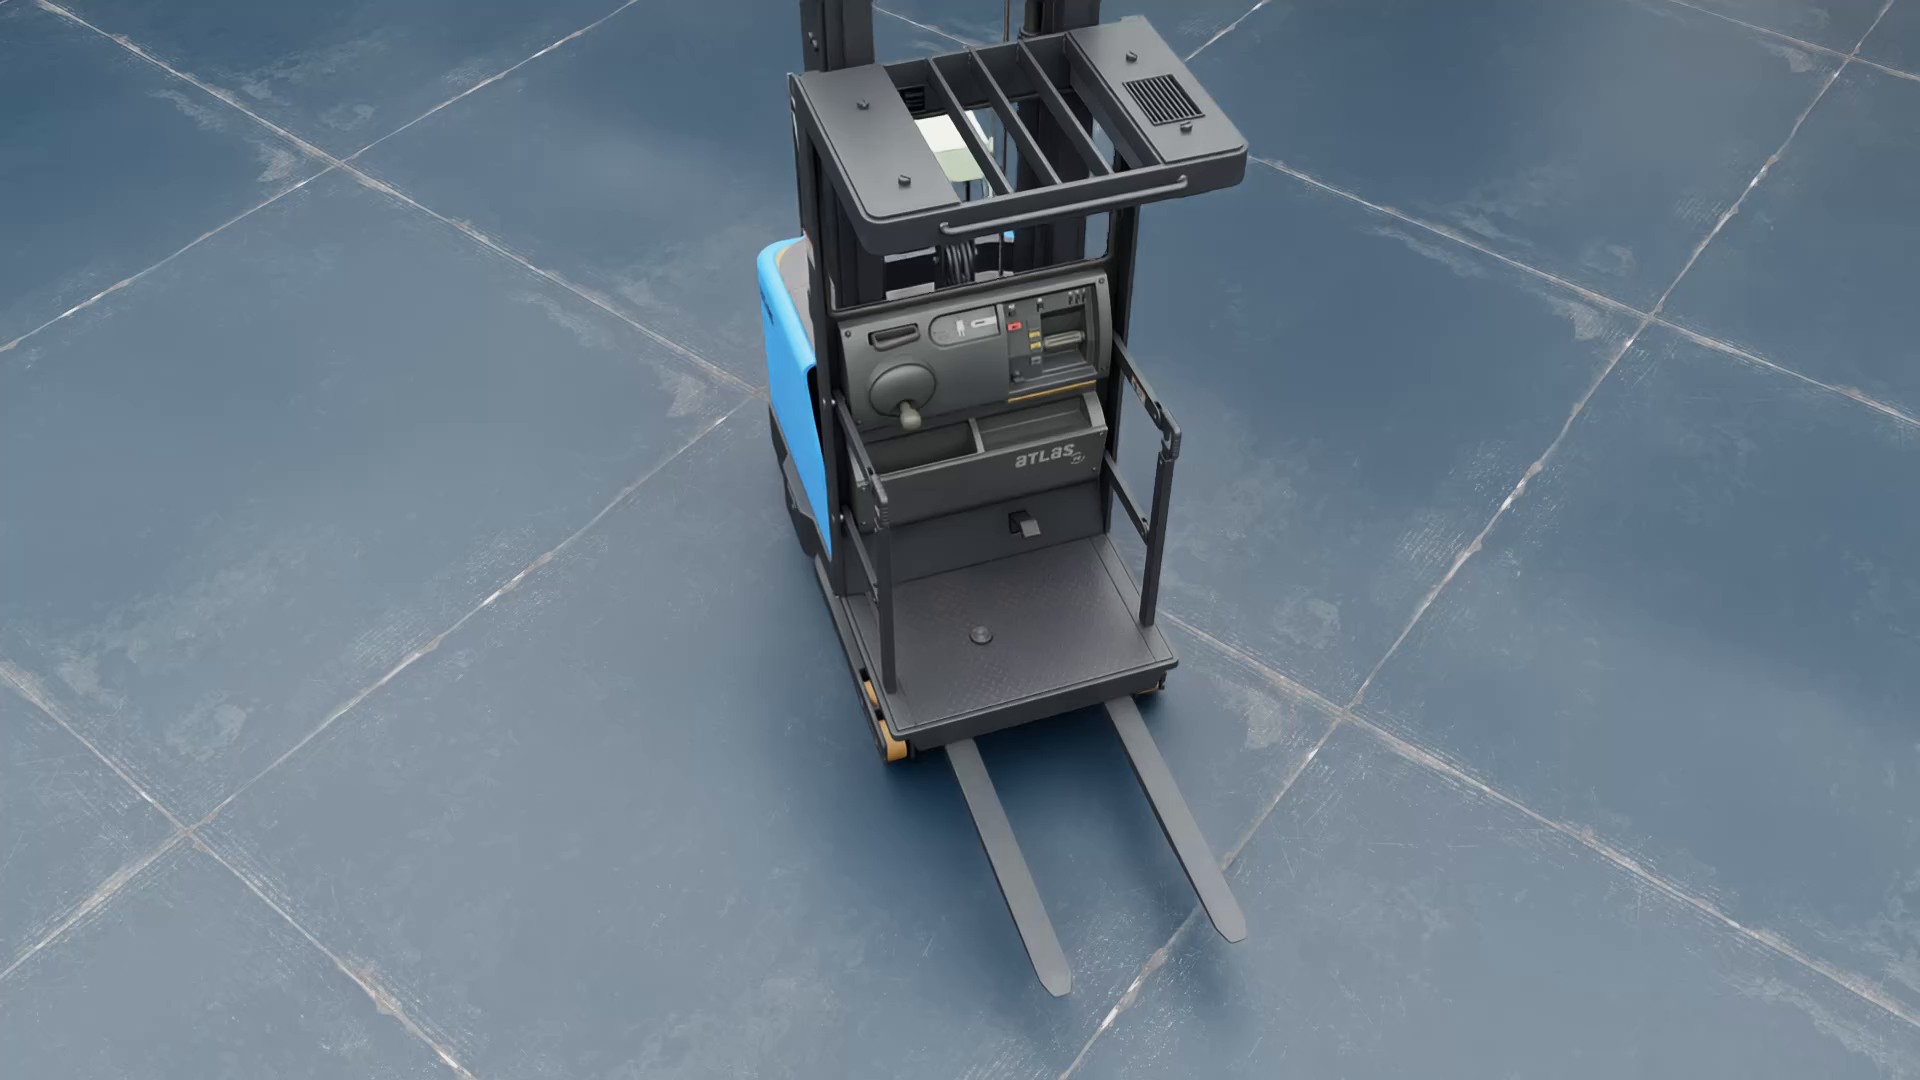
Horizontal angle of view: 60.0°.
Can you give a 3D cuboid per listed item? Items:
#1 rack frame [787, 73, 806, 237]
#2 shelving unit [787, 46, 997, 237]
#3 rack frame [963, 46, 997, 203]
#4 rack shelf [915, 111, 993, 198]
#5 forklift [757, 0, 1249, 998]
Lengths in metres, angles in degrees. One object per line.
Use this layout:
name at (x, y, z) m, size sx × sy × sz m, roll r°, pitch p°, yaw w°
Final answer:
rack frame at (-0.622, -1.200, 7.023) m, size 0.023 × 1.500 × 0.400 m, roll -12°, pitch 47°, yaw -11°
shelving unit at (-0.271, -1.275, 7.094) m, size 0.755 × 1.500 × 0.431 m, roll -12°, pitch 47°, yaw -11°
rack frame at (0.080, -1.349, 7.166) m, size 0.023 × 1.500 × 0.400 m, roll -12°, pitch 47°, yaw -11°
rack shelf at (-0.271, -1.545, 6.813) m, size 0.720 × 0.370 × 0.431 m, roll -12°, pitch 47°, yaw -11°
forklift at (0.133, -0.533, 5.397) m, size 1.130 × 2.935 × 3.031 m, roll -14°, pitch 48°, yaw -13°
